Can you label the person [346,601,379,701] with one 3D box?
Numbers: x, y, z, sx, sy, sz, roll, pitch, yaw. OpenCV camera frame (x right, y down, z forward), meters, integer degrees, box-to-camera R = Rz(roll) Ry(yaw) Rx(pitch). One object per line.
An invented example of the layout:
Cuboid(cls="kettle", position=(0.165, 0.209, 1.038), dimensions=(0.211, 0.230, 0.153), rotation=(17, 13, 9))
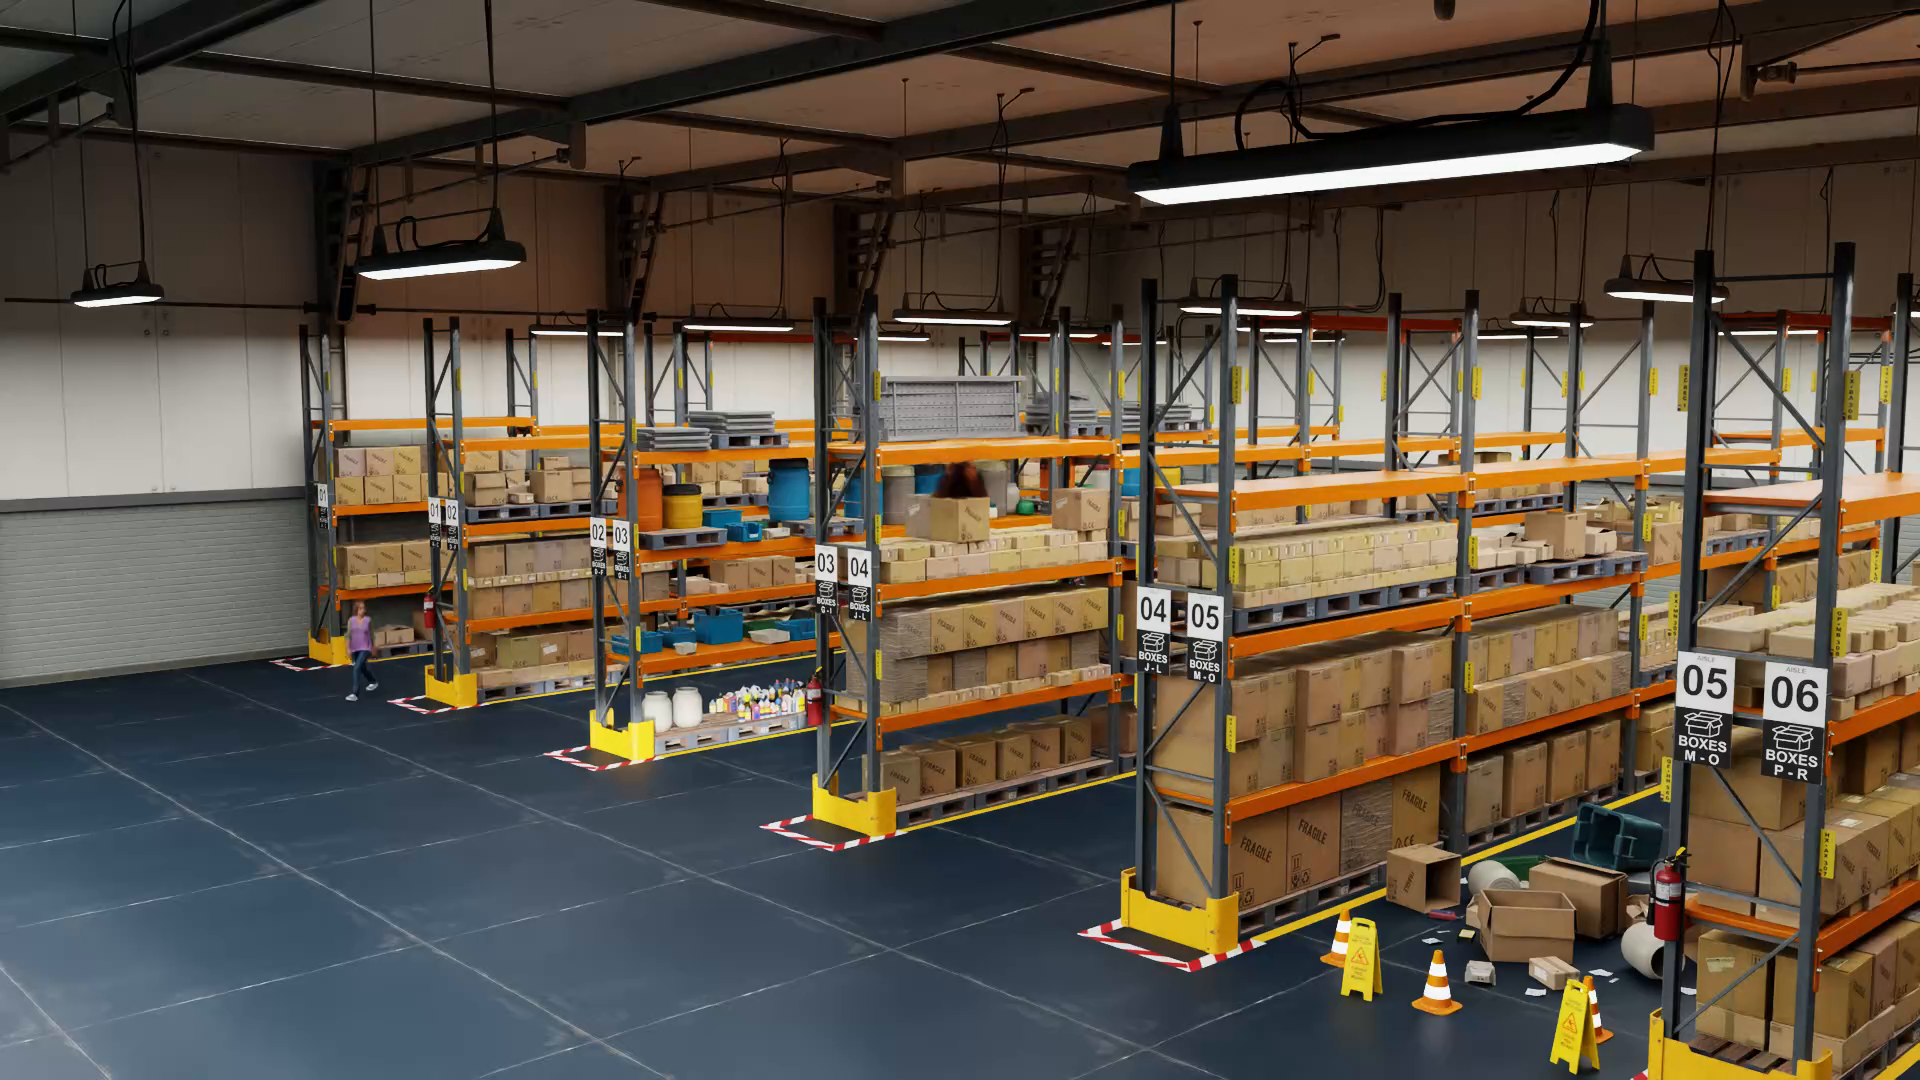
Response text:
Cuboid(cls="person", position=(-9.487, 1.738, 26.340), dimensions=(0.358, 1.545, 0.945), rotation=(2, 6, 19))
